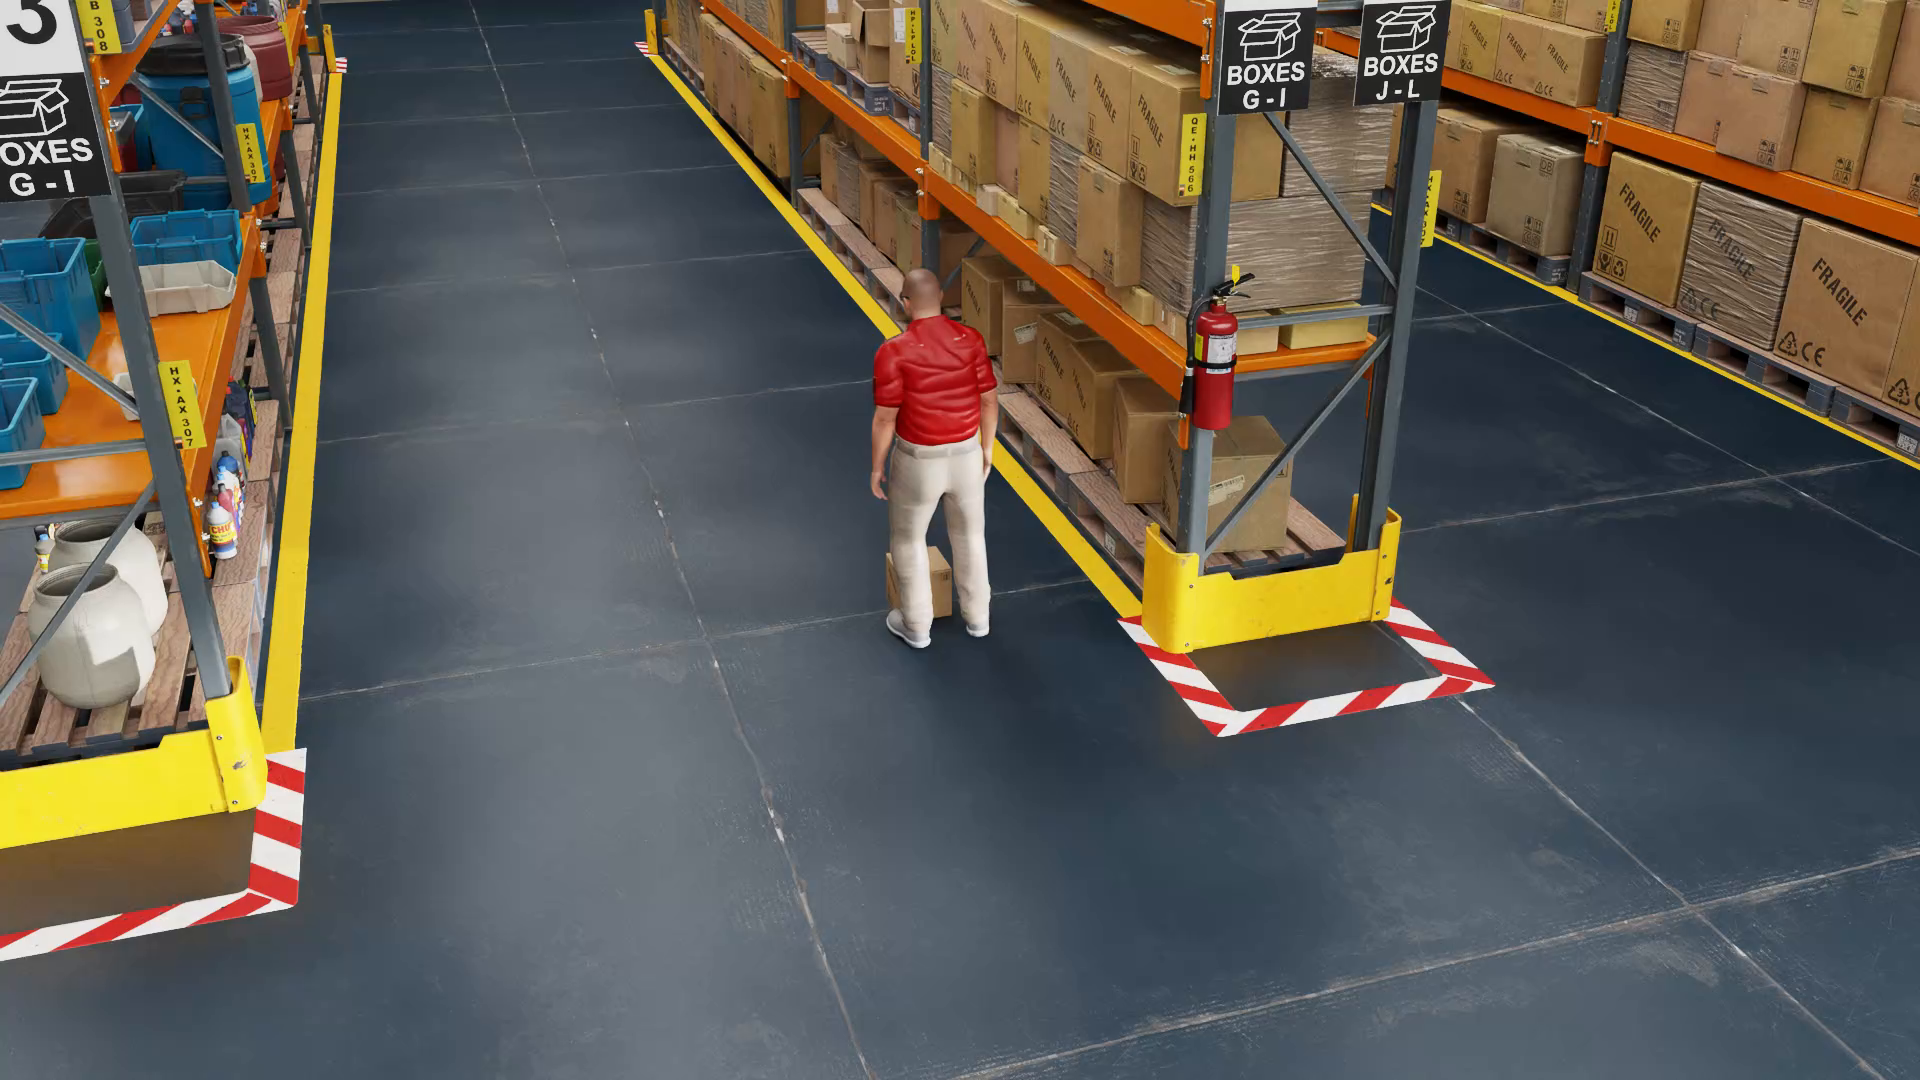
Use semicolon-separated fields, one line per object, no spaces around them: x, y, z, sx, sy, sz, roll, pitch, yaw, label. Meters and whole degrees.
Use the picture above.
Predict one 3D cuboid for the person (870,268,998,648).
-0.113;-0.347;7.335;0.602;1.726;0.393;-10;28;-19;person
